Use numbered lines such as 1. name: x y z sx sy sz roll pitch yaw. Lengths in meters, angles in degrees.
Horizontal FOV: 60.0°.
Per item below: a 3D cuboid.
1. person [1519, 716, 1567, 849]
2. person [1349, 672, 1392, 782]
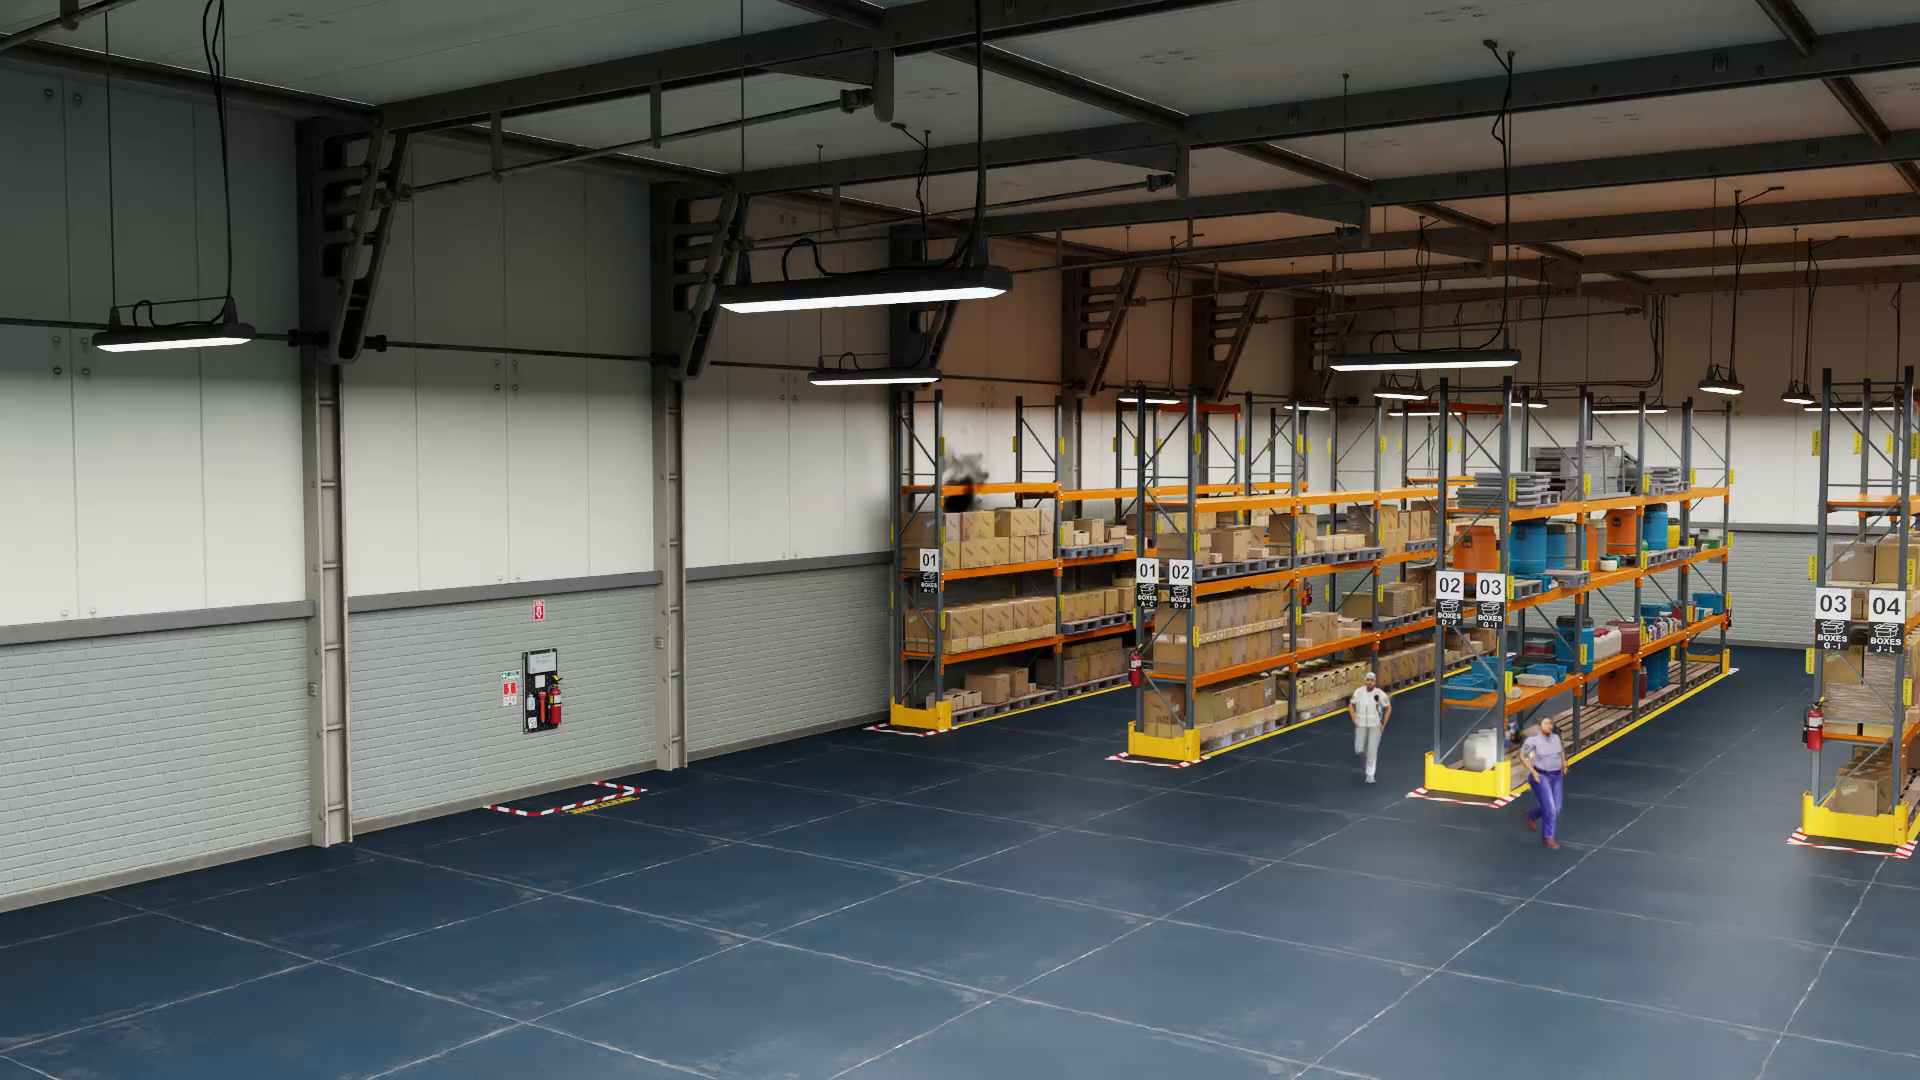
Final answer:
1. person: 7.366 3.029 20.979 0.602 1.629 0.686 -1 3 -18
2. person: 6.144 2.797 24.973 0.639 1.638 0.530 2 4 26
